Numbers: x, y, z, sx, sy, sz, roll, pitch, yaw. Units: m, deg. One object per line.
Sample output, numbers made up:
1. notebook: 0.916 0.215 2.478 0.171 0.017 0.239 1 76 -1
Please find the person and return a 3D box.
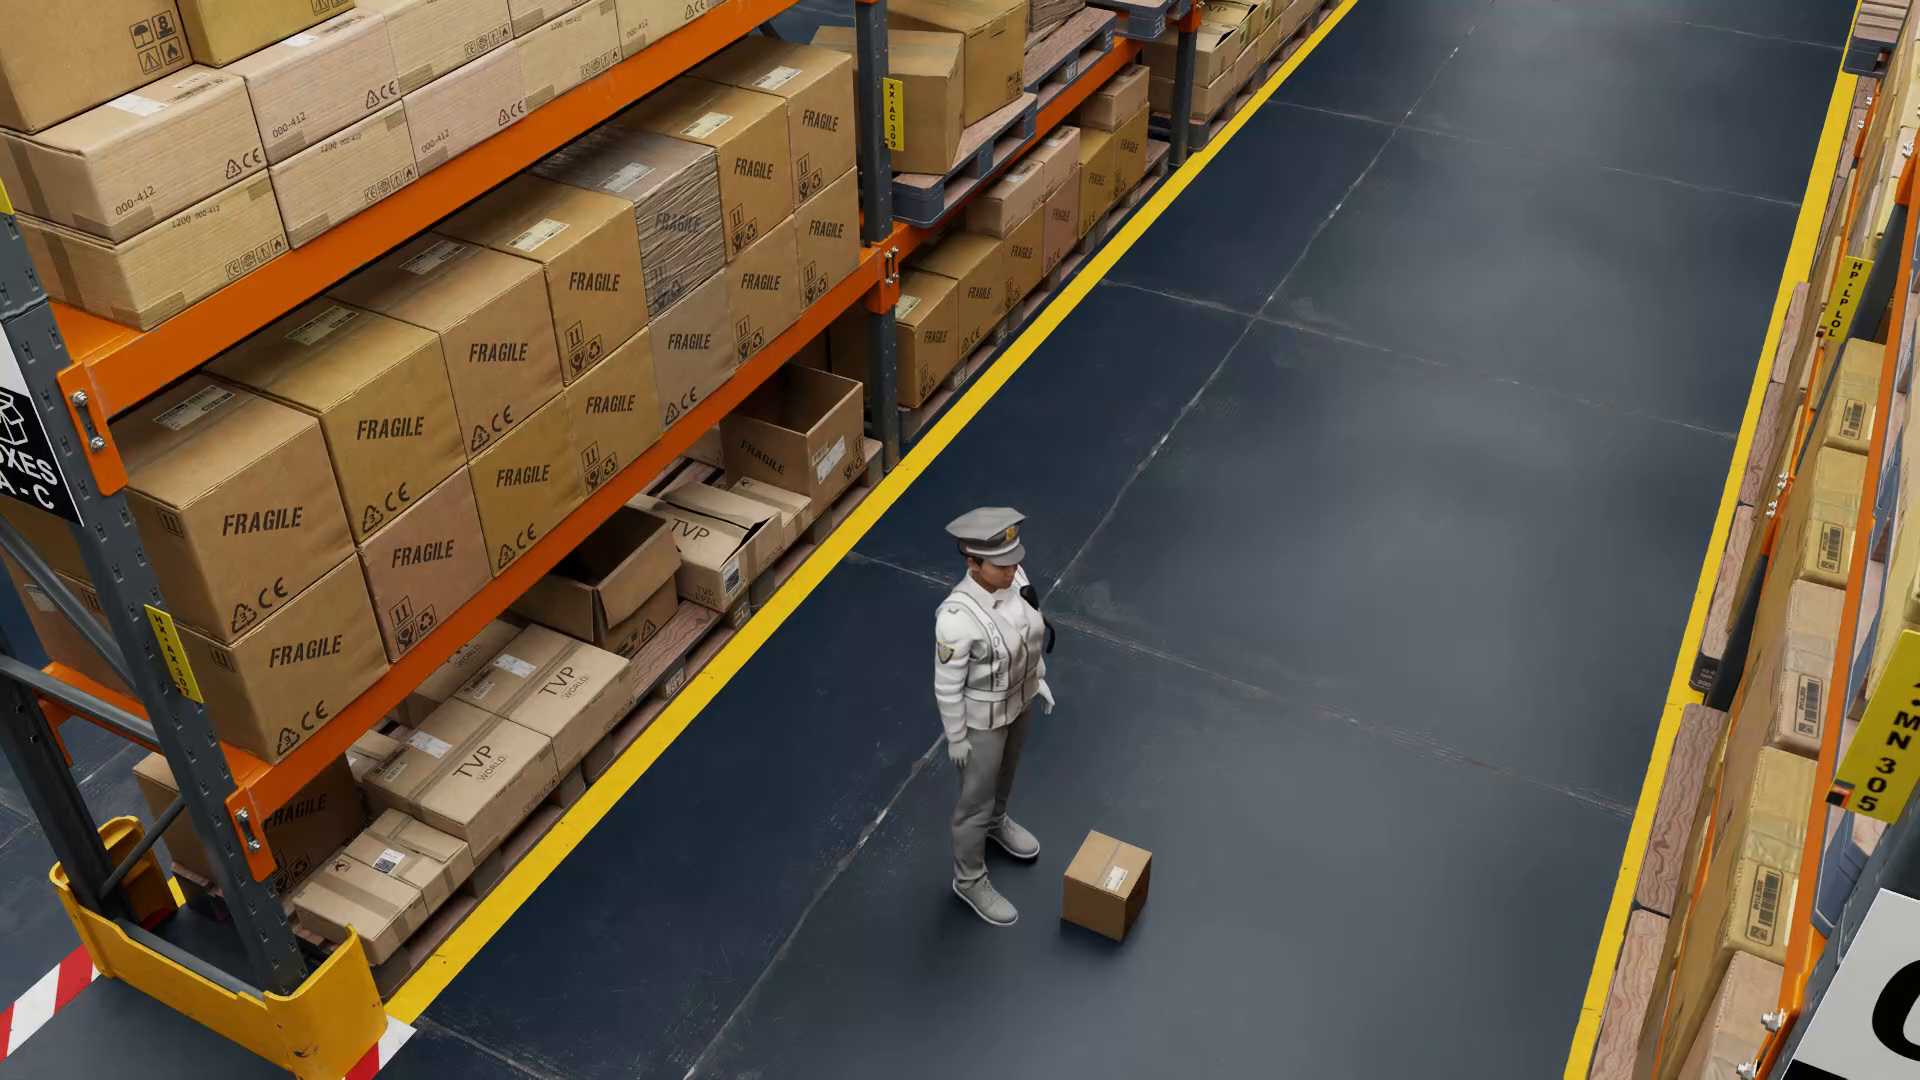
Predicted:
1. person: 0.144 0.608 5.945 0.400 1.711 0.500 22 43 25
